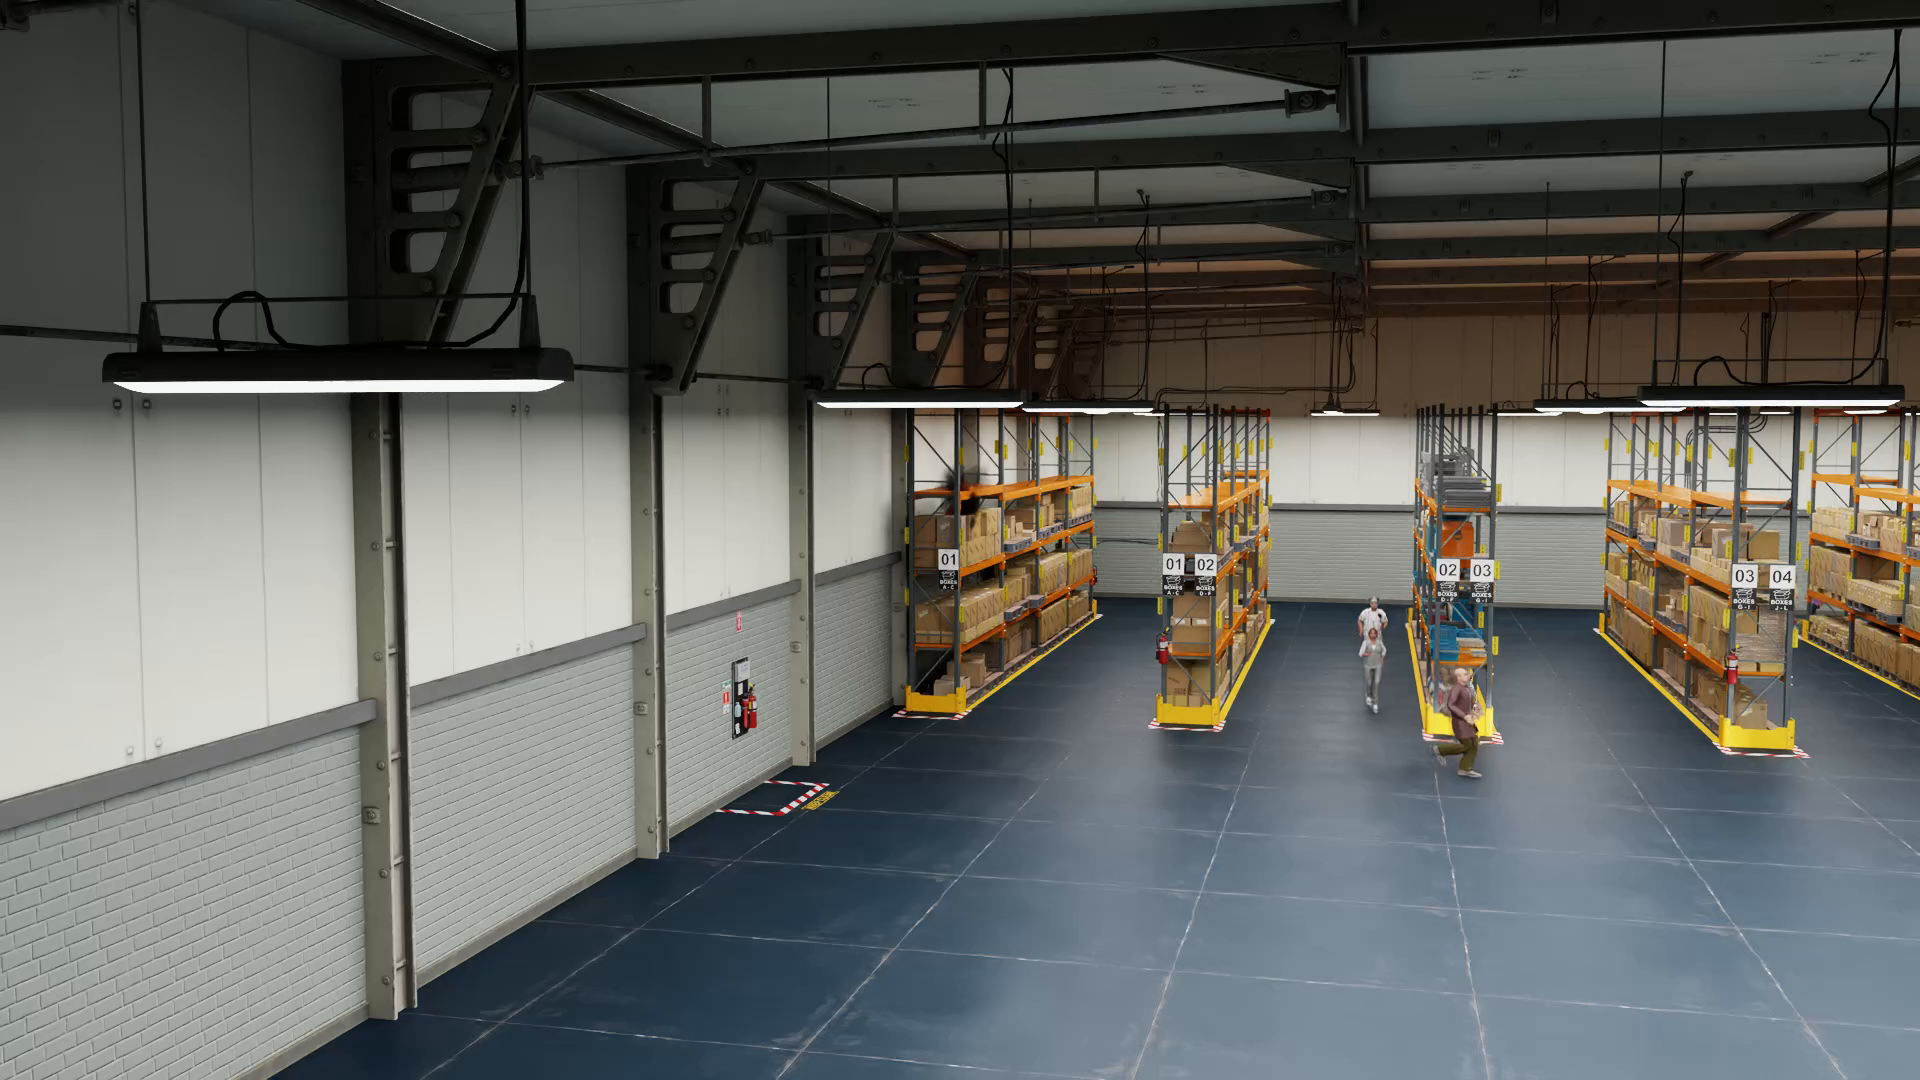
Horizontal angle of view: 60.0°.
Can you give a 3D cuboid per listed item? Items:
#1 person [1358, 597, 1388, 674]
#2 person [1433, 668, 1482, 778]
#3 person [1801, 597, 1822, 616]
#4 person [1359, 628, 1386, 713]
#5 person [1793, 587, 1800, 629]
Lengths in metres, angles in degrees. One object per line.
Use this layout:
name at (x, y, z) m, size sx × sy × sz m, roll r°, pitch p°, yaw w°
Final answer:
person at (9.274, 2.138, 37.334) m, size 0.657 × 1.743 × 0.590 m, roll 1°, pitch 4°, yaw 11°
person at (8.007, 2.918, 26.681) m, size 0.756 × 1.743 × 0.711 m, roll 3°, pitch 5°, yaw 33°
person at (22.854, 1.718, 44.537) m, size 0.541 × 1.556 × 0.553 m, roll 1°, pitch 4°, yaw 9°
person at (8.101, 2.535, 32.653) m, size 0.532 × 1.588 × 0.798 m, roll 1°, pitch 4°, yaw 10°
person at (22.016, 1.716, 44.161) m, size 0.670 × 1.634 × 0.627 m, roll 0°, pitch 4°, yaw -4°
